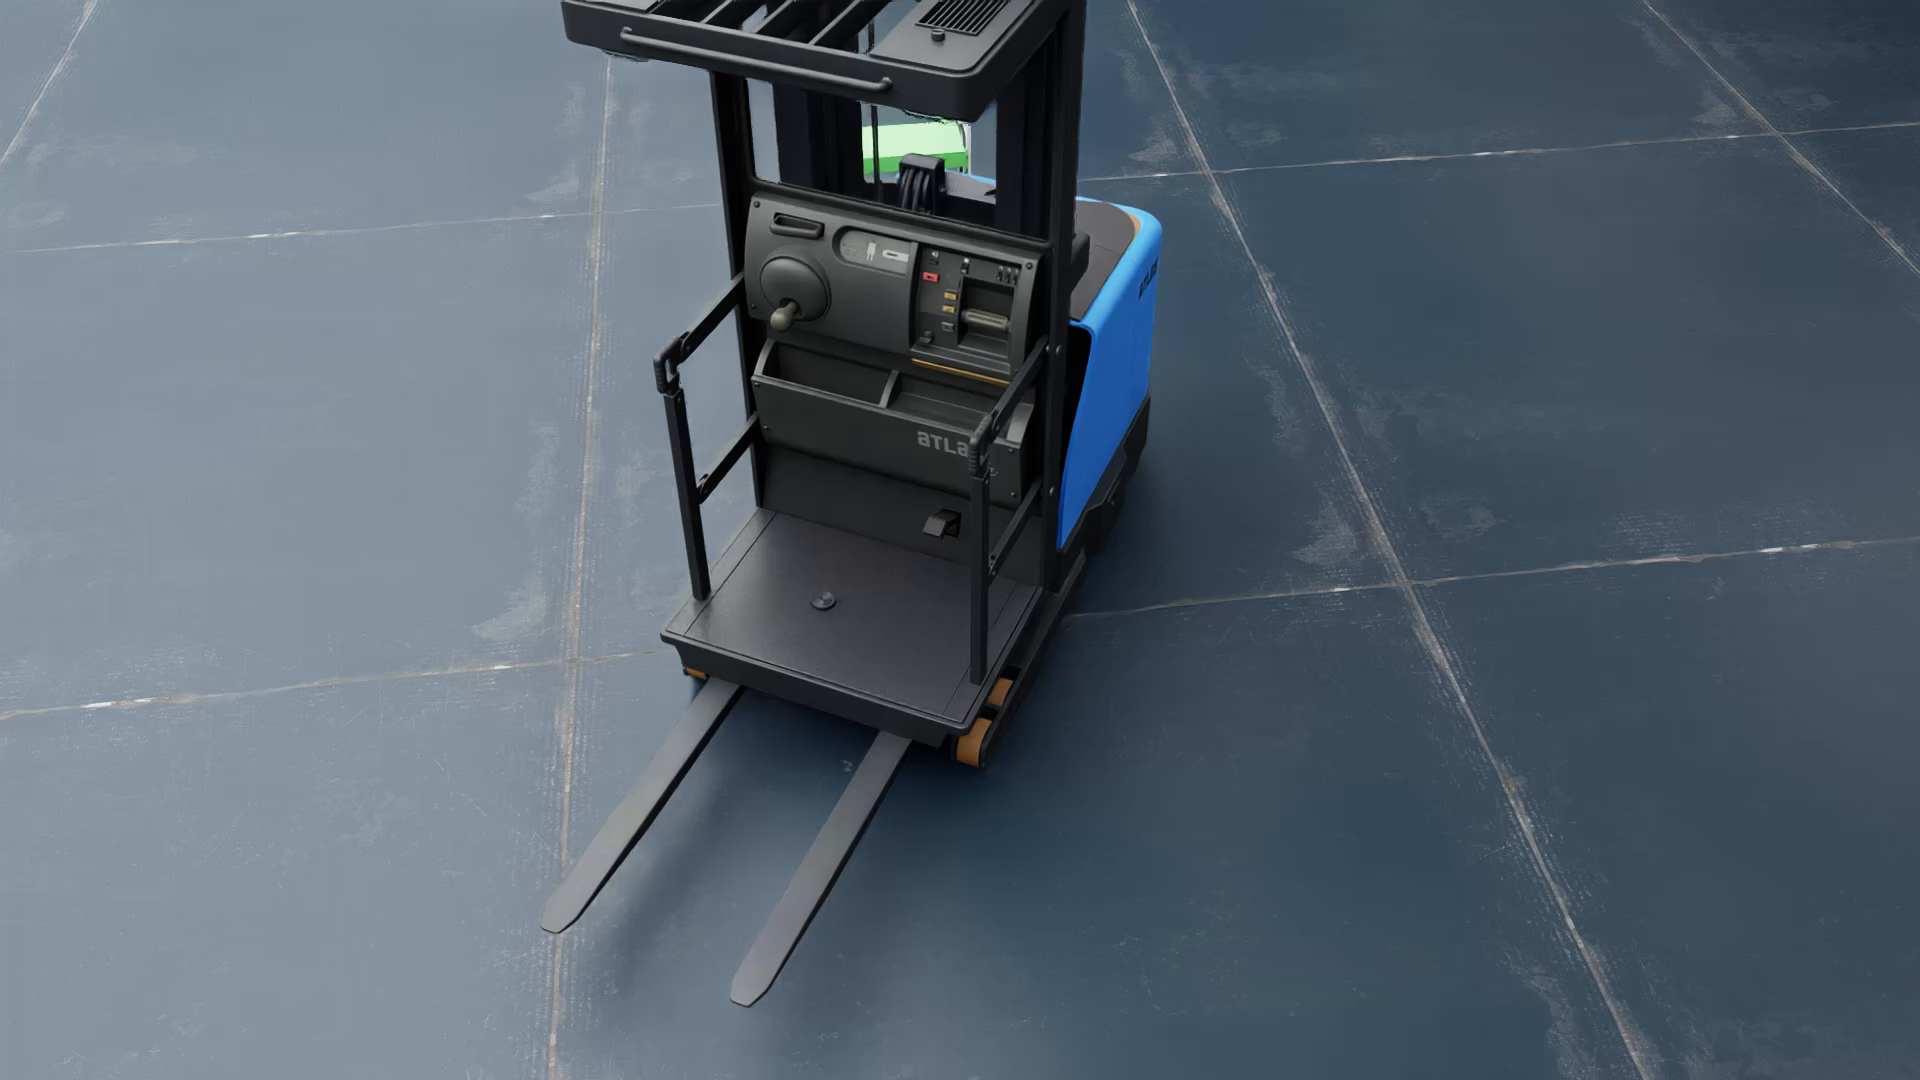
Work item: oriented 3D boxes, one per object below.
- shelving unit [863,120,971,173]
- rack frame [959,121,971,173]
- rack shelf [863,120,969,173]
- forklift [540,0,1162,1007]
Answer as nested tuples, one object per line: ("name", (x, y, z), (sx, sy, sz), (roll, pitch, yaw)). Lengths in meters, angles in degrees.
("shelving unit", (-0.222, -1.168, 6.649), (0.503, 1.200, 0.258), (-5, 42, -6))
("rack frame", (0.019, -1.190, 6.674), (0.015, 1.200, 0.240), (-5, 42, -6))
("rack shelf", (-0.222, -1.477, 6.370), (0.480, 0.148, 0.258), (-5, 42, -6))
("forklift", (-0.297, -0.676, 4.812), (1.130, 2.935, 3.031), (16, 44, 17))
